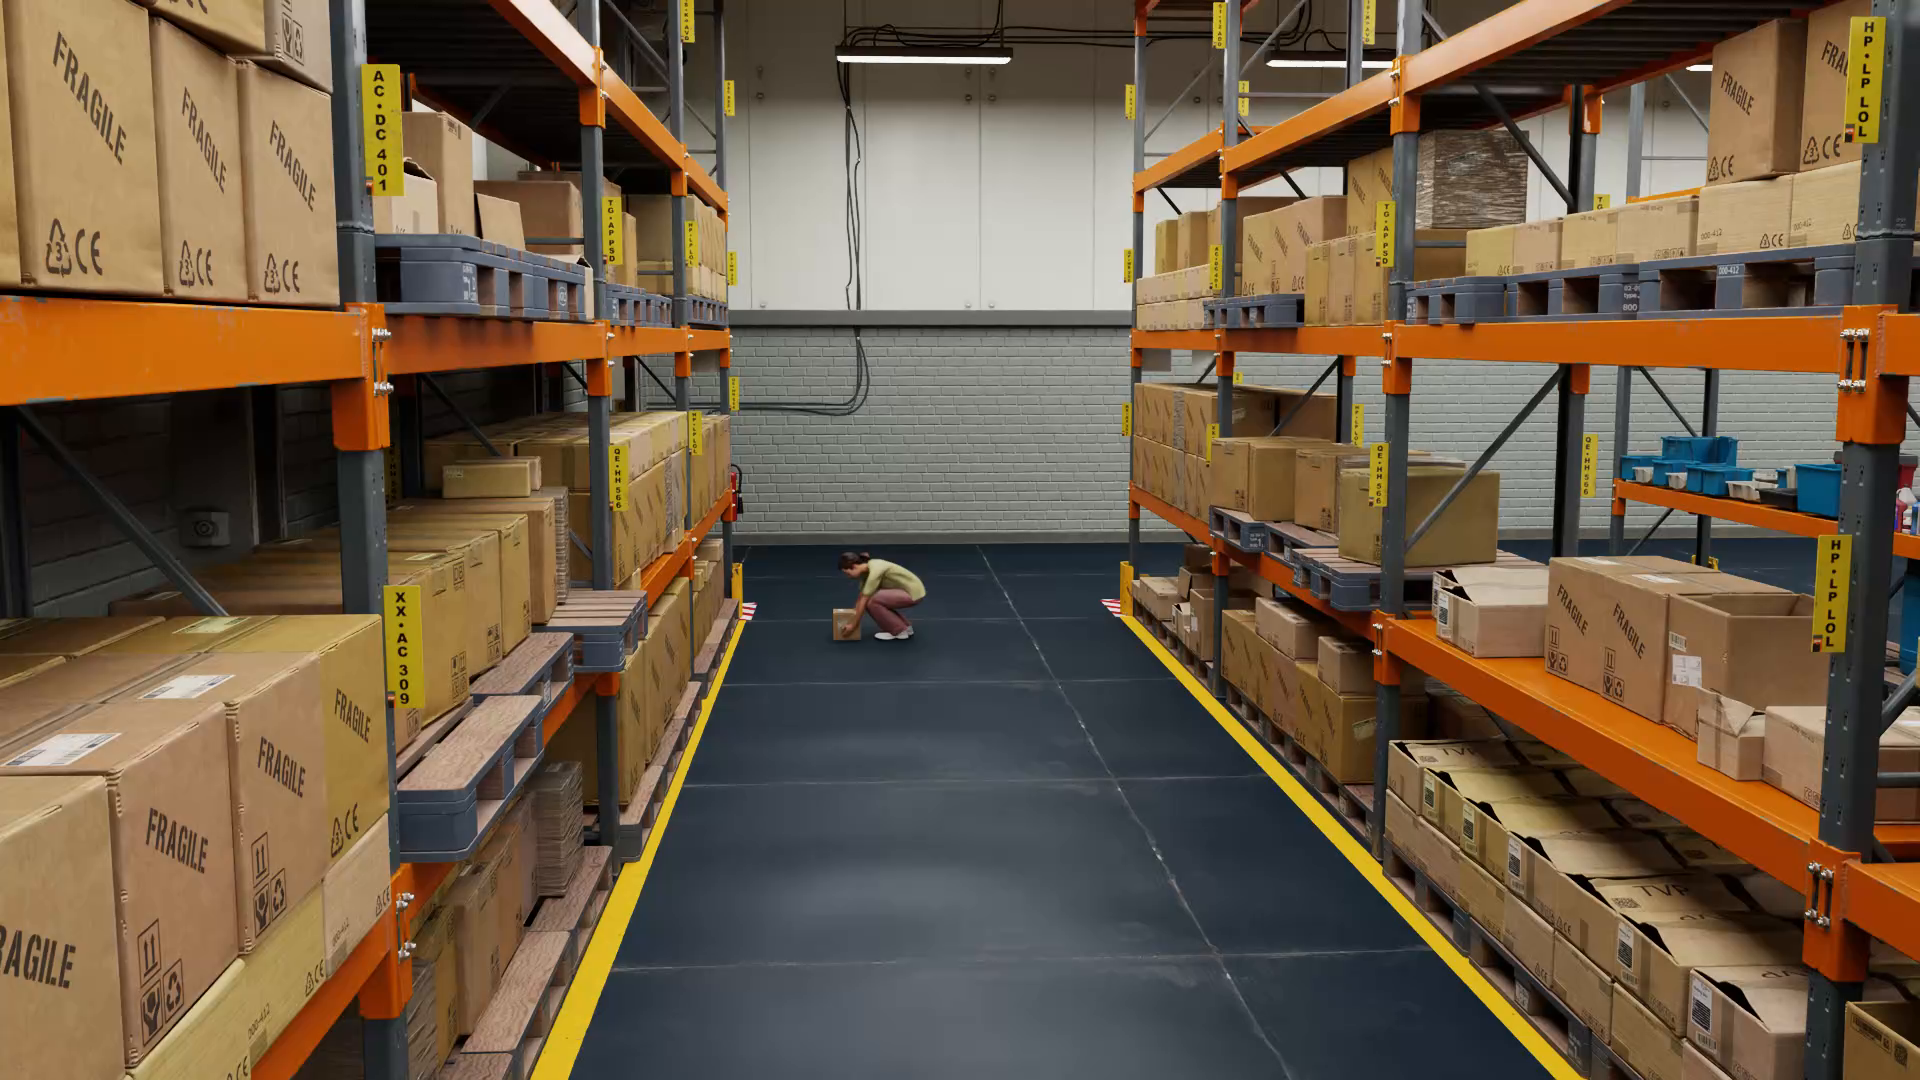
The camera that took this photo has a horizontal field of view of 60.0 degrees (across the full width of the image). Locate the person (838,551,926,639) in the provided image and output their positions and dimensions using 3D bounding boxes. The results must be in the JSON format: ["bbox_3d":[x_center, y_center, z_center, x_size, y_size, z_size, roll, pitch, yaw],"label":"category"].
[{"bbox_3d":[-0.713,0.501,15.254,0.803,0.808,0.483,0,7,-4],"label":"person"}]
